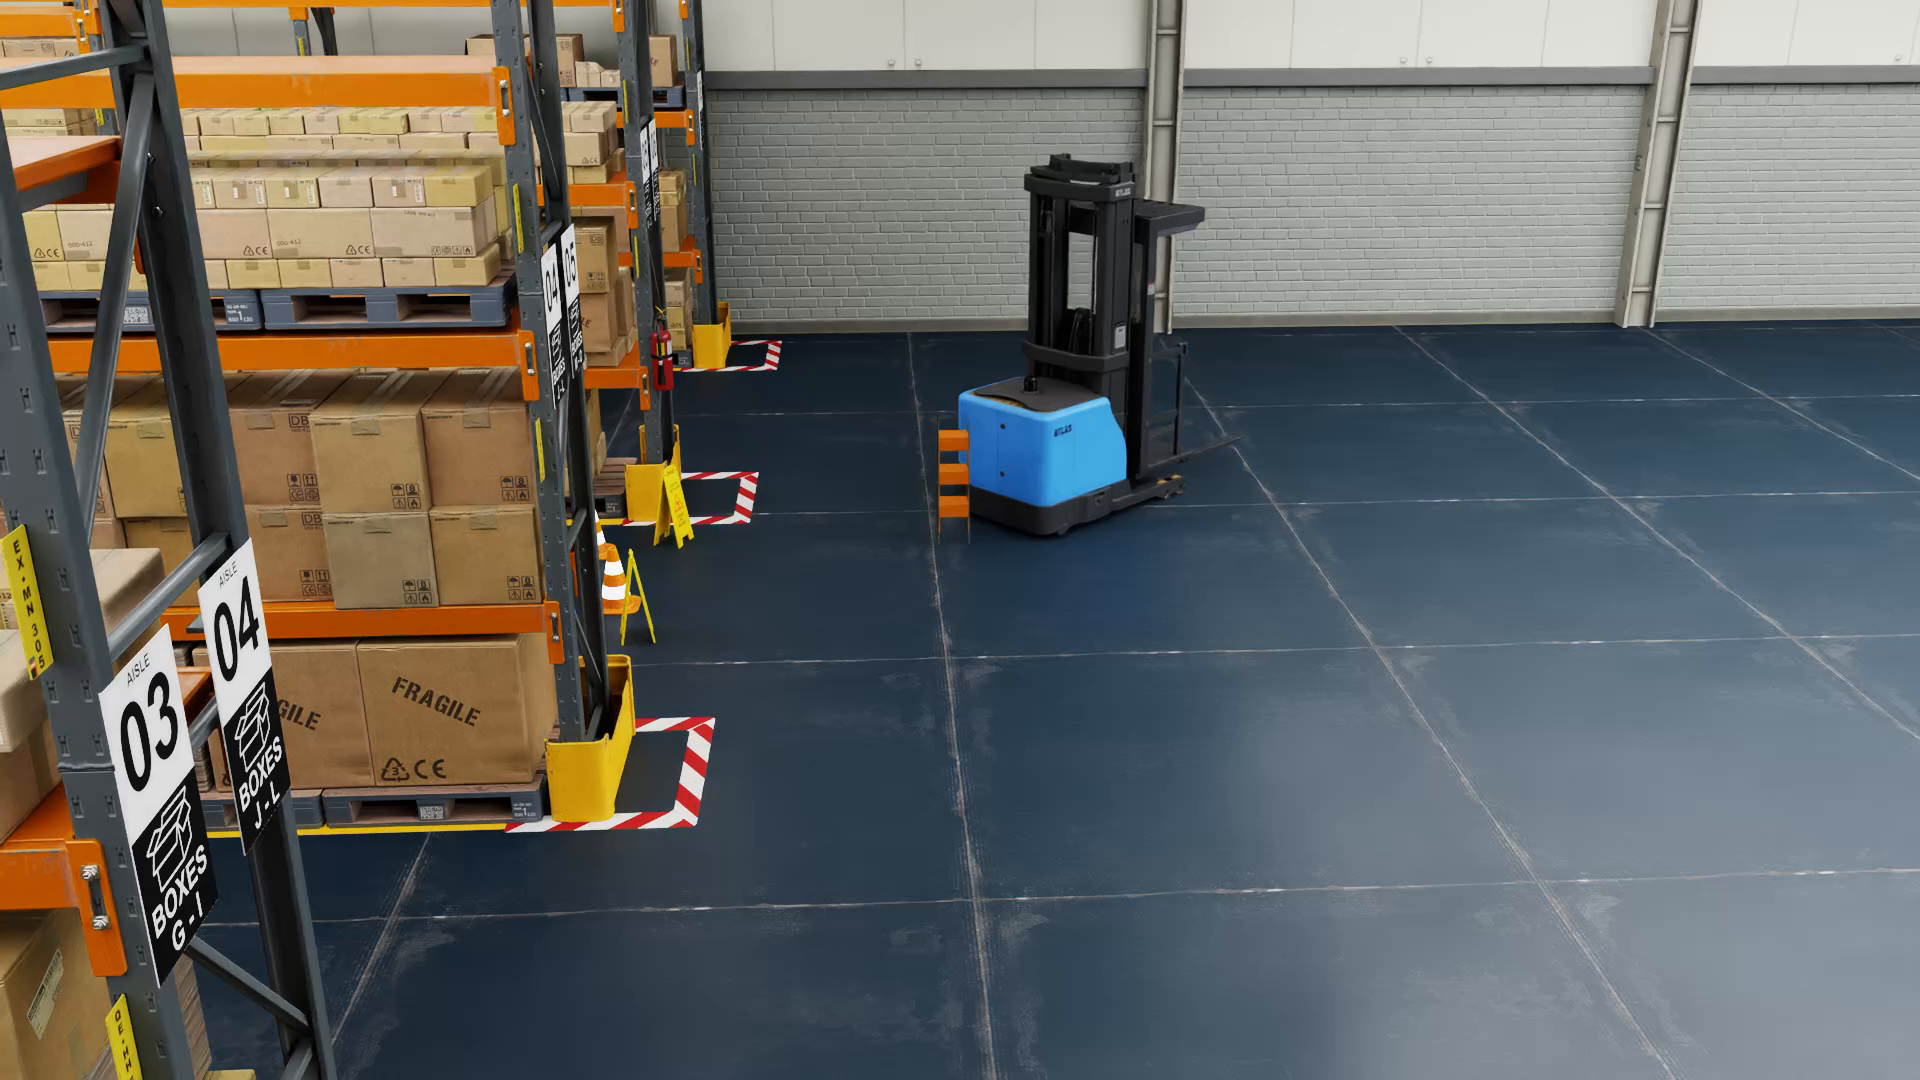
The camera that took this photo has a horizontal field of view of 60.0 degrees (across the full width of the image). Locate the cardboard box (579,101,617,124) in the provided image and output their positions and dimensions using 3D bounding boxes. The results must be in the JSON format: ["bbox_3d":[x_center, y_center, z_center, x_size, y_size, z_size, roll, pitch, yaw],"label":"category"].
[{"bbox_3d":[-2.956,-3.489,13.585,0.250,0.149,0.380,-1,21,-3],"label":"cardboard box"}]

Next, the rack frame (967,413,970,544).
[{"bbox_3d":[0.068,-0.492,13.438,0.008,1.050,0.200,-1,21,-3],"label":"rack frame"}]

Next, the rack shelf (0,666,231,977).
[{"bbox_3d":[-4.021,0.729,4.286,4.000,0.370,1.077,-1,21,-3],"label":"rack shelf"}]

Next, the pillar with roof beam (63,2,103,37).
[{"bbox_3d":[-9.368,-4.988,14.075,0.400,9.000,9.100,-1,21,-3],"label":"pillar with roof beam"}]

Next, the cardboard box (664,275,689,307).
[{"bbox_3d":[-3.319,-2.788,18.597,0.500,0.250,0.500,0,21,-1],"label":"cardboard box"}]

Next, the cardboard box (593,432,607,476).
[{"bbox_3d":[-3.411,-0.759,14.674,0.500,0.250,0.500,-1,21,-3],"label":"cardboard box"}]

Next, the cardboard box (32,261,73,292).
[{"bbox_3d":[-4.545,-1.369,8.409,0.250,0.149,0.380,-1,21,-3],"label":"cardboard box"}]

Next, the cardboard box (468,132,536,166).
[{"bbox_3d":[-3.588,-3.126,13.193,0.500,0.250,0.500,-1,21,-4],"label":"cardboard box"}]

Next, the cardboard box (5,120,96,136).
[{"bbox_3d":[-7.158,-3.150,13.083,0.500,0.250,0.500,-2,21,-4],"label":"cardboard box"}]

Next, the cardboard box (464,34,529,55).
[{"bbox_3d":[-4.919,-5.144,17.823,0.637,0.503,0.797,0,21,-1],"label":"cardboard box"}]

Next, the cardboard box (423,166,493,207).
[{"bbox_3d":[-2.523,-1.783,8.374,0.250,0.149,0.380,-1,21,-3],"label":"cardboard box"}]

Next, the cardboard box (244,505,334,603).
[{"bbox_3d":[-3.688,-0.071,9.380,0.550,0.550,0.875,-1,21,-3],"label":"cardboard box"}]

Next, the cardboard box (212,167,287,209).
[{"bbox_3d":[-3.536,-1.763,8.321,0.250,0.149,0.380,-1,21,-3],"label":"cardboard box"}]

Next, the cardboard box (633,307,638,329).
[{"bbox_3d":[-3.846,-2.547,18.667,0.500,0.250,0.500,-1,21,-4],"label":"cardboard box"}]

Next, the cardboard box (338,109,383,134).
[{"bbox_3d":[-4.703,-3.294,13.073,0.250,0.149,0.380,-1,21,-2],"label":"cardboard box"}]

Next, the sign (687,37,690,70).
[{"bbox_3d":[-2.860,-5.115,17.492,0.005,0.325,0.100,-1,21,-3],"label":"sign"}]

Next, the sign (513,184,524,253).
[{"bbox_3d":[-2.189,-1.596,8.247,0.005,0.325,0.100,-1,21,-3],"label":"sign"}]

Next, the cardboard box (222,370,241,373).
[{"bbox_3d":[-6.001,-1.484,13.656,0.250,0.149,0.380,-1,21,-1],"label":"cardboard box"}]

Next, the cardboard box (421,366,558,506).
[{"bbox_3d":[-2.579,-0.591,9.229,0.550,0.550,0.875,-1,21,-3],"label":"cardboard box"}]

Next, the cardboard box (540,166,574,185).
[{"bbox_3d":[-3.176,-2.928,13.232,0.250,0.149,0.380,-1,21,-3],"label":"cardboard box"}]

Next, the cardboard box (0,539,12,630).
[{"bbox_3d":[-2.576,0.130,4.498,0.250,0.149,0.380,-1,21,-2],"label":"cardboard box"}]

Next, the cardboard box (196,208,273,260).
[{"bbox_3d":[-3.680,-1.595,8.440,0.500,0.250,0.500,-1,21,-3],"label":"cardboard box"}]

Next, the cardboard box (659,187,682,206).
[{"bbox_3d":[-3.207,-3.773,18.263,0.250,0.149,0.380,-1,21,-2],"label":"cardboard box"}]

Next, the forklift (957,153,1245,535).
[{"bbox_3d":[1.366,-1.843,14.341,1.130,2.935,3.031,19,28,41],"label":"forklift"}]

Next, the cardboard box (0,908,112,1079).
[{"bbox_3d":[-2.559,1.200,4.290,0.500,0.500,0.500,-1,21,-3],"label":"cardboard box"}]

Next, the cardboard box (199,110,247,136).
[{"bbox_3d":[-5.728,-3.250,12.959,0.250,0.149,0.380,-2,21,-5],"label":"cardboard box"}]

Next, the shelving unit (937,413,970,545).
[{"bbox_3d":[-0.053,-0.490,13.431,0.252,1.050,0.215,-1,21,-3],"label":"shelving unit"}]

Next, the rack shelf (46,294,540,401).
[{"bbox_3d":[-4.203,-1.035,8.919,4.000,0.370,1.077,-1,21,-3],"label":"rack shelf"}]

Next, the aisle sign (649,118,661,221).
[{"bbox_3d":[-2.546,-3.093,13.875,0.004,0.787,0.394,-1,21,-3],"label":"aisle sign"}]

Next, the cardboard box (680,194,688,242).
[{"bbox_3d":[-3.387,-3.665,18.891,0.500,0.500,0.500,0,21,-1],"label":"cardboard box"}]

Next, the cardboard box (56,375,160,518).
[{"bbox_3d":[-4.740,-0.513,9.025,0.550,0.550,0.875,-1,21,-3],"label":"cardboard box"}]

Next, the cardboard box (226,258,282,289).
[{"bbox_3d":[-3.535,-1.390,8.462,0.250,0.149,0.380,-1,21,-4],"label":"cardboard box"}]

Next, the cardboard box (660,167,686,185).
[{"bbox_3d":[-3.224,-4.088,18.671,0.250,0.149,0.380,-2,21,-4],"label":"cardboard box"}]

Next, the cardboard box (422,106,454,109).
[{"bbox_3d":[-4.222,-3.501,13.617,0.250,0.149,0.380,-1,21,-2],"label":"cardboard box"}]

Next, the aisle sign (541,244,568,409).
[{"bbox_3d":[-2.118,-1.120,8.693,0.004,0.787,0.394,-1,21,-3],"label":"aisle sign"}]

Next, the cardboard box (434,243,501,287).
[{"bbox_3d":[-2.519,-1.410,8.516,0.250,0.149,0.380,-1,21,-3],"label":"cardboard box"}]

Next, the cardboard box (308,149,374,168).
[{"bbox_3d":[-3.316,-2.001,8.948,0.250,0.149,0.380,-1,21,-2],"label":"cardboard box"}]

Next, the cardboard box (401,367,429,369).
[{"bbox_3d":[-4.478,-1.541,13.807,0.250,0.149,0.380,-1,21,-3],"label":"cardboard box"}]

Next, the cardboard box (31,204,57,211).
[{"bbox_3d":[-4.546,-1.742,8.266,0.250,0.149,0.380,-1,21,-3],"label":"cardboard box"}]

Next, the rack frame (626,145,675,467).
[{"bbox_3d":[-2.590,-1.766,14.045,0.127,3.000,1.000,-1,21,-3],"label":"rack frame"}]

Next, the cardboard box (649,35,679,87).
[{"bbox_3d":[-3.305,-5.126,17.781,0.500,0.500,0.500,0,21,-1],"label":"cardboard box"}]

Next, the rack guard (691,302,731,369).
[{"bbox_3d":[-2.853,-2.362,19.122,0.348,0.500,1.175,-1,21,-3],"label":"rack guard"}]

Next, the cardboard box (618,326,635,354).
[{"bbox_3d":[-2.941,-1.716,14.265,0.250,0.149,0.380,-1,21,-3],"label":"cardboard box"}]

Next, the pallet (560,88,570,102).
[{"bbox_3d":[-4.805,-4.859,18.076,1.213,0.211,1.003,-1,21,-3],"label":"pallet"}]

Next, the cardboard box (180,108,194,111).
[{"bbox_3d":[-6.279,-3.426,13.421,0.250,0.149,0.380,-1,21,-2],"label":"cardboard box"}]

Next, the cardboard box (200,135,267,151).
[{"bbox_3d":[-5.614,-3.081,13.076,0.500,0.250,0.500,-1,21,-3],"label":"cardboard box"}]

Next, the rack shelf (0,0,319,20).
[{"bbox_3d":[-8.867,-5.688,17.488,4.000,0.370,1.077,-1,21,-3],"label":"rack shelf"}]

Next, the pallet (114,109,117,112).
[{"bbox_3d":[-9.075,-4.750,17.931,1.213,0.211,1.003,0,21,-1],"label":"pallet"}]

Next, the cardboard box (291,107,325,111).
[{"bbox_3d":[-5.240,-3.453,13.491,0.250,0.149,0.380,-2,21,-4],"label":"cardboard box"}]

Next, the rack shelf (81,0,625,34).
[{"bbox_3d":[-4.586,-4.192,12.999,4.000,0.370,1.077,-1,21,-3],"label":"rack shelf"}]

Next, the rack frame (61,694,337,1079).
[{"bbox_3d":[-2.024,1.754,4.798,0.127,3.000,1.000,-1,21,-3],"label":"rack frame"}]

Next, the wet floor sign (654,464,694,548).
[{"bbox_3d":[-2.339,-0.290,13.475,0.232,0.644,0.267,6,22,16],"label":"wet floor sign"}]

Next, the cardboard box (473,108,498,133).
[{"bbox_3d":[-3.680,-3.322,13.146,0.250,0.149,0.380,-1,21,-3],"label":"cardboard box"}]

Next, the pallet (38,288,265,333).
[{"bbox_3d":[-4.167,-1.326,8.796,1.213,0.211,1.003,-1,21,-3],"label":"pallet"}]
